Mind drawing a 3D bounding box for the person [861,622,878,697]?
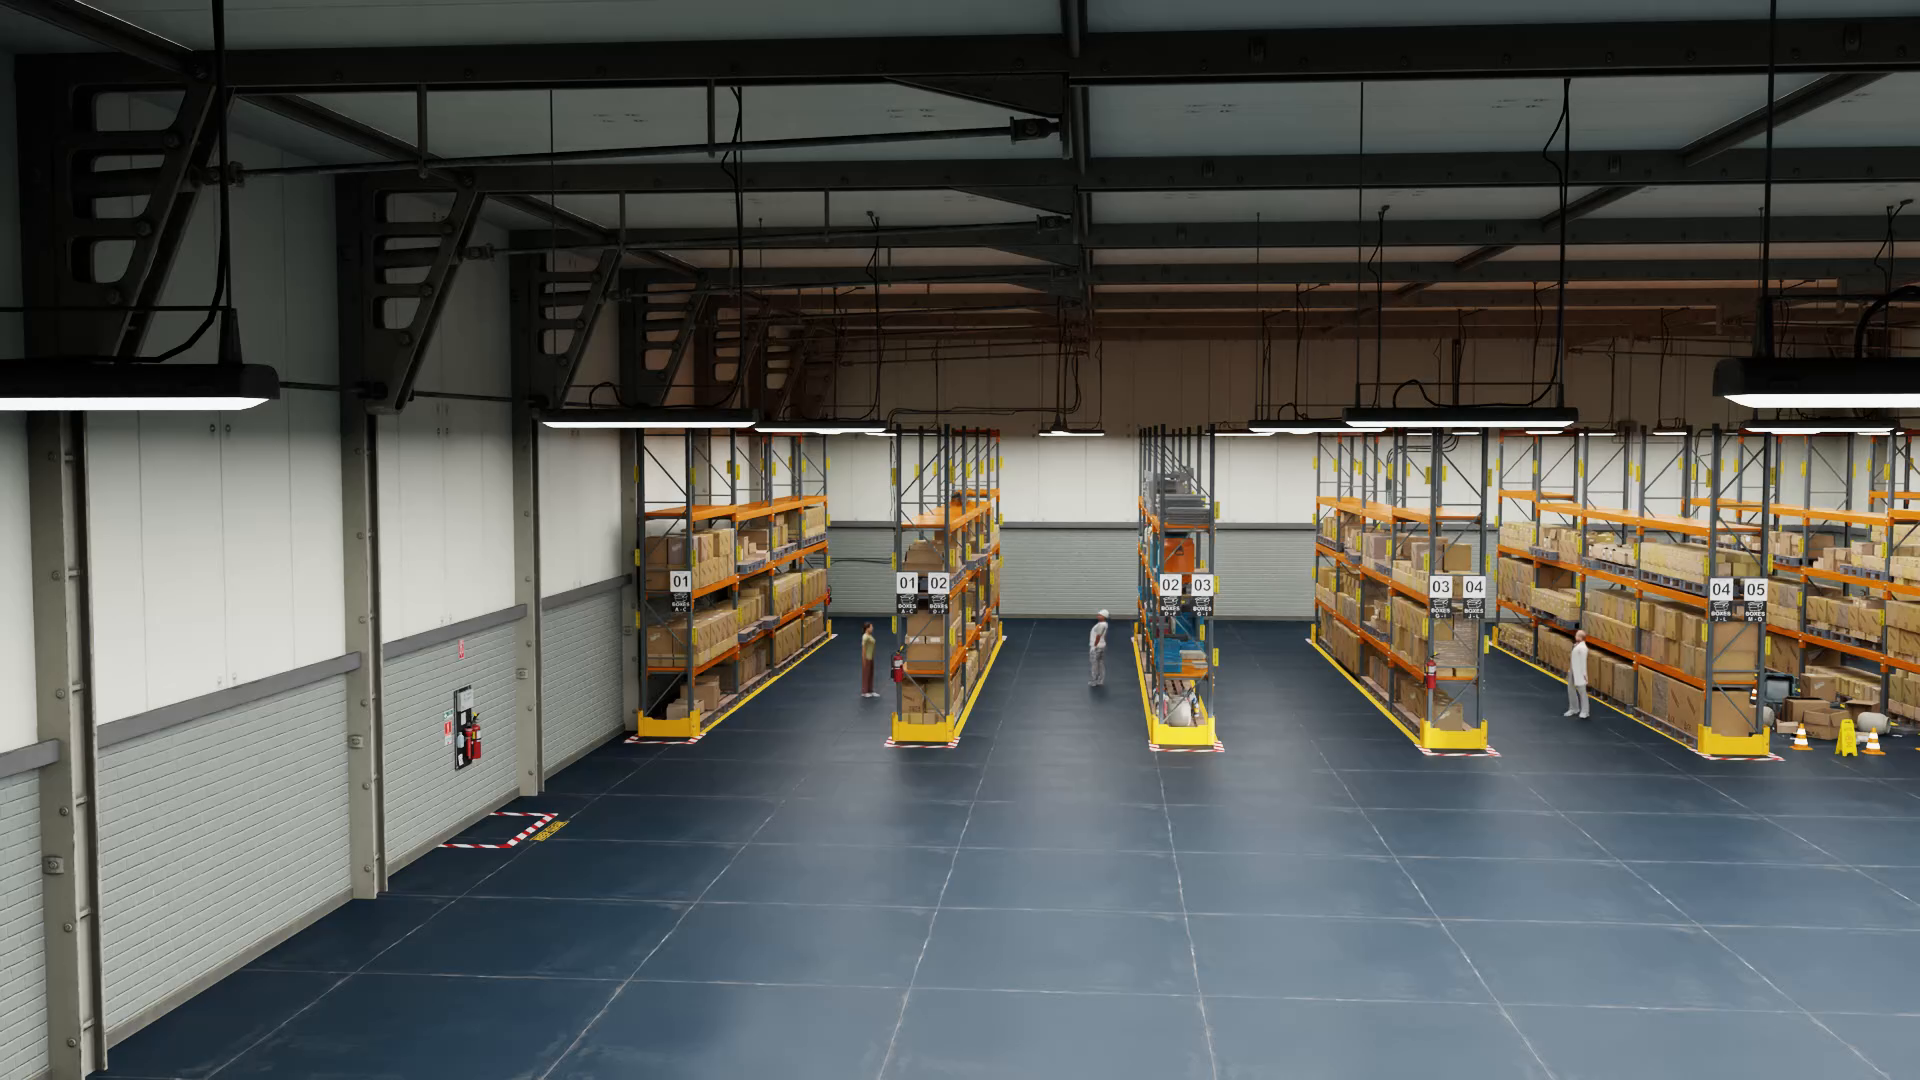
[{"bbox_3d":[-2.033,2.643,36.850,0.333,1.681,0.518,1,4,12],"label":"person"}]

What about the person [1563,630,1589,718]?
[{"bbox_3d":[12.711,2.756,34.227,0.444,1.823,0.723,0,3,-4],"label":"person"}]

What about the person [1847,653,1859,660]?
[{"bbox_3d":[22.965,2.290,42.938,0.563,1.672,0.740,-1,4,-19],"label":"person"}]

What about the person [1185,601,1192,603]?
[{"bbox_3d":[6.825,1.819,50.056,0.630,1.812,0.535,0,3,-1],"label":"person"}]

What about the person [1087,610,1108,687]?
[{"bbox_3d":[3.197,2.501,38.531,0.488,1.775,0.599,2,4,30],"label":"person"}]
